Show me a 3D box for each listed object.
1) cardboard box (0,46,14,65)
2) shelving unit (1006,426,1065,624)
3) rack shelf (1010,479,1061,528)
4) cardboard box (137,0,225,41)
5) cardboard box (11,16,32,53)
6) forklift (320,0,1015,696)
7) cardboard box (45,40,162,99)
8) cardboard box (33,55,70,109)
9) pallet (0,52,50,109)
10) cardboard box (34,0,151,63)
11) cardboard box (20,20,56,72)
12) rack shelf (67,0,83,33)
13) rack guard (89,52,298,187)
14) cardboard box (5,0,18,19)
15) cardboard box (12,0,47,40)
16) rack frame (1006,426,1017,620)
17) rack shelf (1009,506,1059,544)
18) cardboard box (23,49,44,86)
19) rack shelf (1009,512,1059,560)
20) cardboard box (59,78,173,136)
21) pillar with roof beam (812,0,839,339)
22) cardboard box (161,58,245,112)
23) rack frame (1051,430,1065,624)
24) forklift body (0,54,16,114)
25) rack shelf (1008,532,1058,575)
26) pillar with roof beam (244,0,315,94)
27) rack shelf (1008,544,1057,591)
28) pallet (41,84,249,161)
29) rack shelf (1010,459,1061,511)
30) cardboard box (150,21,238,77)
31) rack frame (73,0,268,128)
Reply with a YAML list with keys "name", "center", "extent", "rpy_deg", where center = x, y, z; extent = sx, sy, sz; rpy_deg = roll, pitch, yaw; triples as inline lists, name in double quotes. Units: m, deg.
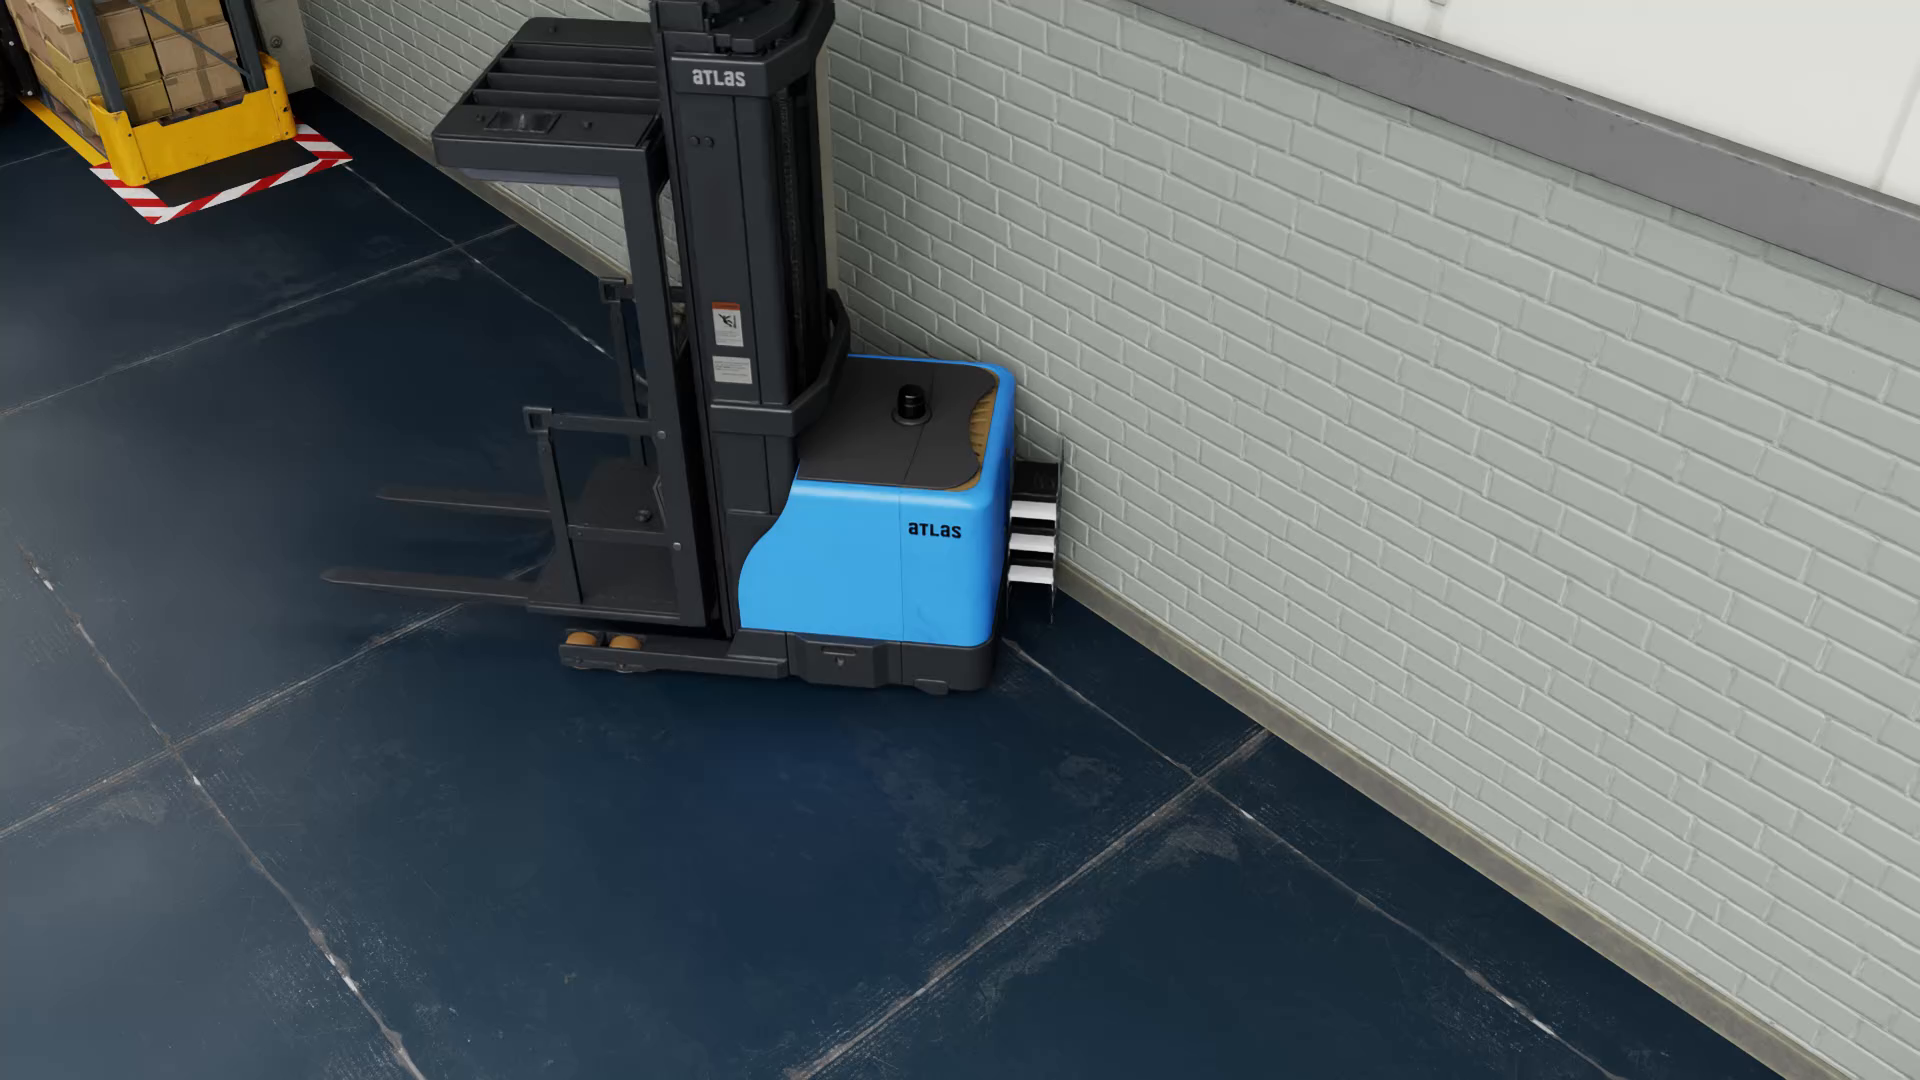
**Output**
- name: "cardboard box"
  center: [-6.657, -3.662, 11.959]
  extent: [0.500, 0.250, 0.500]
  rpy_deg: [-28, 47, -30]
- name: "shelving unit"
  center: [0.327, -0.054, 7.306]
  extent: [0.210, 0.900, 0.258]
  rpy_deg: [5, 39, 5]
- name: "rack shelf"
  center: [0.328, -0.168, 7.213]
  extent: [0.200, 0.077, 0.258]
  rpy_deg: [5, 39, 5]
- name: "cardboard box"
  center: [-5.264, -3.571, 11.050]
  extent: [0.500, 0.250, 0.500]
  rpy_deg: [-31, 48, -32]
- name: "cardboard box"
  center: [-6.333, -3.632, 11.524]
  extent: [0.500, 0.250, 0.500]
  rpy_deg: [-31, 48, -33]
- name: "forklift"
  center: [-1.306, -0.884, 6.720]
  extent: [3.031, 2.935, 1.130]
  rpy_deg: [5, 39, 6]
- name: "cardboard box"
  center: [-5.638, -3.166, 10.946]
  extent: [0.500, 0.250, 0.500]
  rpy_deg: [-31, 48, -32]
- name: "cardboard box"
  center: [-5.958, -3.196, 11.382]
  extent: [0.500, 0.250, 0.500]
  rpy_deg: [-30, 48, -32]
- name: "pallet"
  center: [-6.447, -3.601, 12.248]
  extent: [1.003, 0.211, 1.213]
  rpy_deg: [-30, 48, -32]
- name: "cardboard box"
  center: [-5.619, -3.348, 10.775]
  extent: [0.500, 0.250, 0.500]
  rpy_deg: [-28, 47, -30]
- name: "cardboard box"
  center: [-5.969, -3.402, 11.239]
  extent: [0.500, 0.250, 0.500]
  rpy_deg: [-30, 48, -32]
- name: "rack shelf"
  center: [-6.431, -4.431, 11.629]
  extent: [1.077, 0.370, 4.000]
  rpy_deg: [-30, 48, -32]
- name: "rack guard"
  center: [-5.062, -2.801, 11.029]
  extent: [1.175, 0.500, 0.348]
  rpy_deg: [-30, 48, -32]
- name: "cardboard box"
  center: [-6.318, -3.811, 11.348]
  extent: [0.500, 0.250, 0.500]
  rpy_deg: [-29, 47, -31]
- name: "cardboard box"
  center: [-5.969, -3.582, 11.064]
  extent: [0.500, 0.250, 0.500]
  rpy_deg: [-29, 47, -31]
- name: "rack frame"
  center: [0.226, -0.062, 7.315]
  extent: [0.006, 0.900, 0.240]
  rpy_deg: [5, 39, 5]
- name: "rack shelf"
  center: [0.327, -0.098, 7.270]
  extent: [0.200, 0.077, 0.258]
  rpy_deg: [5, 39, 5]
- name: "cardboard box"
  center: [-6.290, -3.431, 11.673]
  extent: [0.500, 0.250, 0.500]
  rpy_deg: [-29, 47, -31]
- name: "rack shelf"
  center: [0.327, -0.028, 7.327]
  extent: [0.200, 0.077, 0.258]
  rpy_deg: [5, 39, 5]
- name: "cardboard box"
  center: [-5.629, -2.962, 11.092]
  extent: [0.500, 0.250, 0.500]
  rpy_deg: [-30, 47, -31]
- name: "pillar with roof beam"
  center: [-3.998, -2.218, 3.542]
  extent: [9.100, 9.000, 0.400]
  rpy_deg: [-30, 48, -32]
- name: "cardboard box"
  center: [-5.266, -3.189, 11.373]
  extent: [0.500, 0.250, 0.500]
  rpy_deg: [-30, 48, -32]
- name: "rack frame"
  center: [0.428, -0.046, 7.296]
  extent: [0.006, 0.900, 0.240]
  rpy_deg: [5, 39, 5]
- name: "forklift body"
  center: [-7.704, -3.557, 10.650]
  extent: [2.313, 2.155, 1.214]
  rpy_deg: [-30, 48, -32]
- name: "rack shelf"
  center: [0.327, 0.042, 7.384]
  extent: [0.200, 0.077, 0.258]
  rpy_deg: [5, 39, 5]
- name: "pillar with roof beam"
  center: [-8.056, -4.995, 6.980]
  extent: [9.100, 9.000, 0.400]
  rpy_deg: [-30, 48, -32]
- name: "rack shelf"
  center: [0.326, 0.111, 7.440]
  extent: [0.200, 0.077, 0.258]
  rpy_deg: [5, 39, 5]
- name: "pallet"
  center: [-5.626, -3.036, 11.549]
  extent: [1.003, 0.211, 1.213]
  rpy_deg: [-30, 48, -32]
- name: "rack shelf"
  center: [0.328, -0.238, 7.156]
  extent: [0.200, 0.077, 0.258]
  rpy_deg: [5, 39, 5]
- name: "cardboard box"
  center: [-5.243, -3.379, 11.211]
  extent: [0.500, 0.250, 0.500]
  rpy_deg: [-29, 47, -31]
- name: "rack frame"
  center: [-5.078, -3.785, 10.257]
  extent: [1.000, 3.000, 0.127]
  rpy_deg: [-30, 48, -32]
